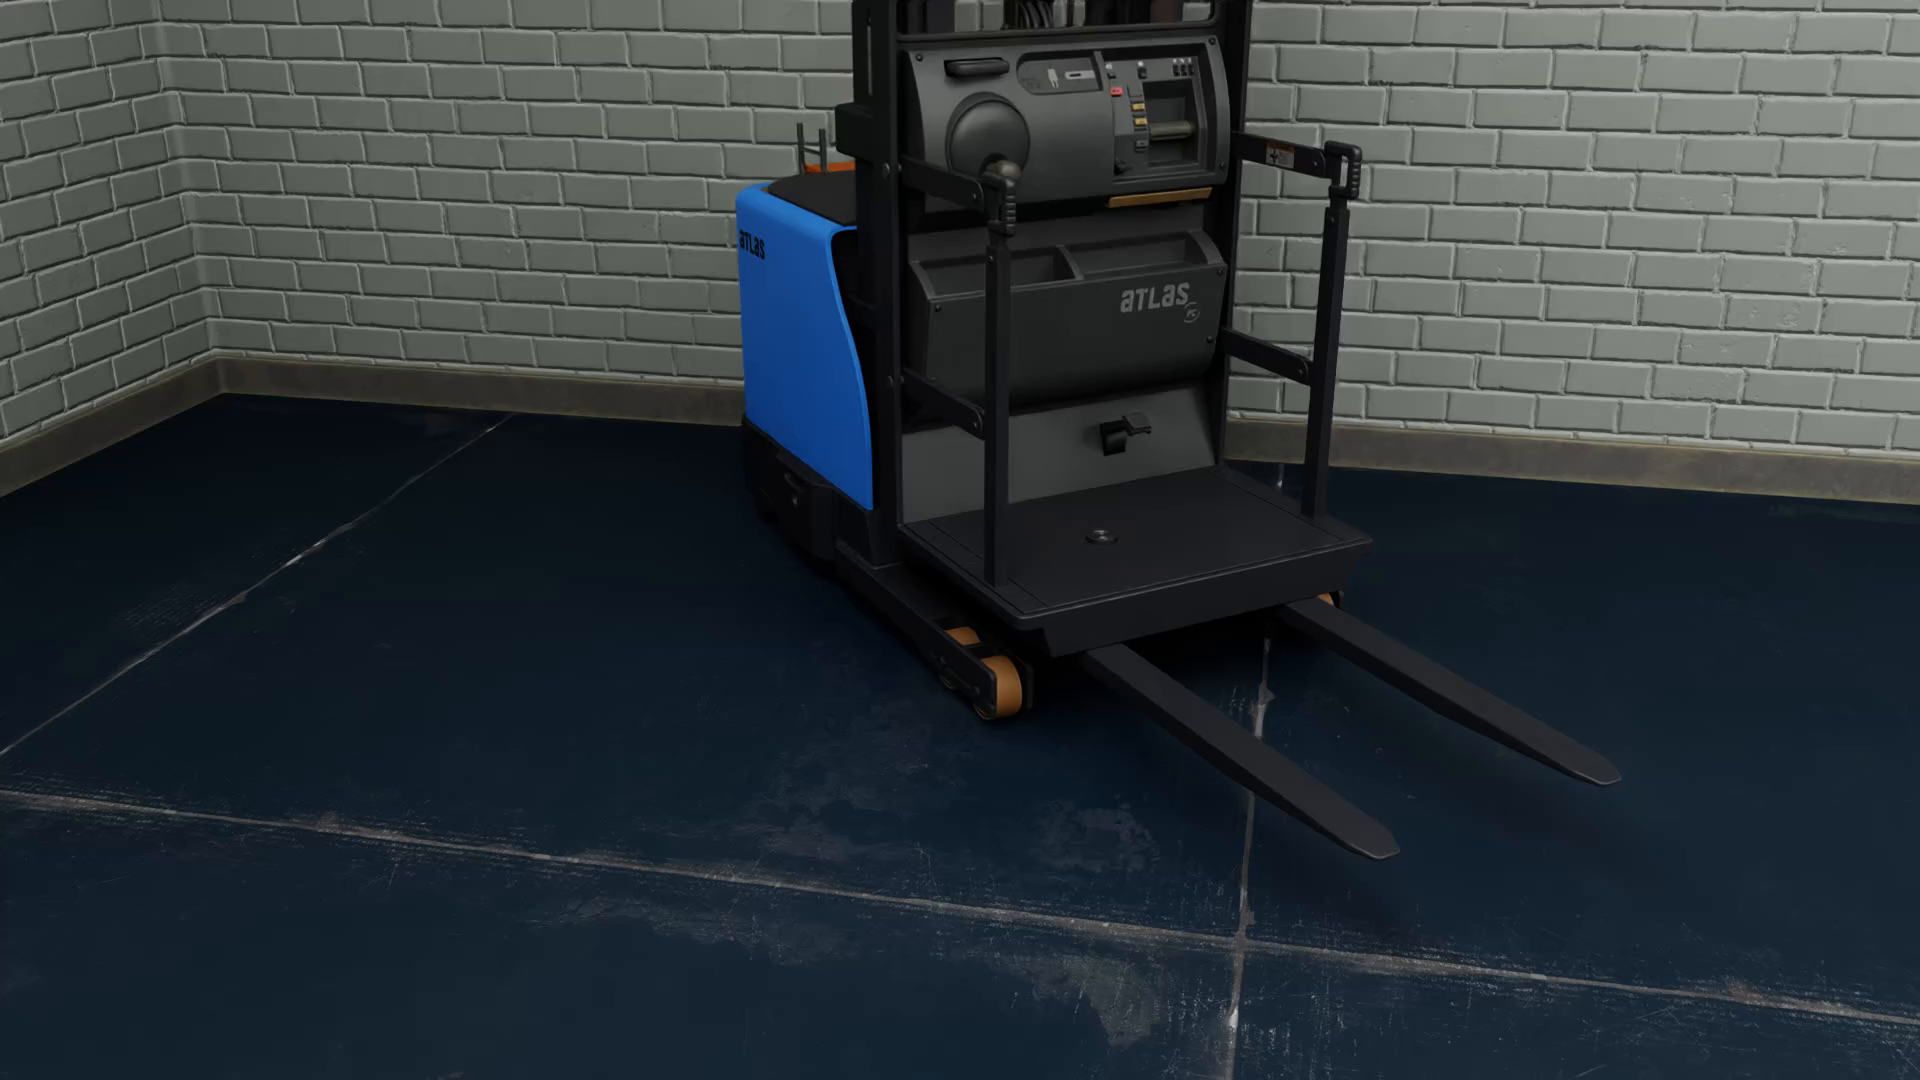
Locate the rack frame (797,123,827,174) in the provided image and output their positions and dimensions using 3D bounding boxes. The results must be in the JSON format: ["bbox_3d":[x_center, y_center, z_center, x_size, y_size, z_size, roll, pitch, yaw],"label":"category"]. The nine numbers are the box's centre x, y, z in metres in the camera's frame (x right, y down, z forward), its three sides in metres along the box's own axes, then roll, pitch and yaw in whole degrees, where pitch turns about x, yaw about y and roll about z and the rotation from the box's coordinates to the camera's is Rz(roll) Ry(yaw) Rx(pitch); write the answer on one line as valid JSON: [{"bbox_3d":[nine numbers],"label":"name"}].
[{"bbox_3d":[-0.488,-0.825,5.783,0.015,1.200,0.240,-10,22,-23],"label":"rack frame"}]

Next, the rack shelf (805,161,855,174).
[{"bbox_3d":[-0.274,-1.233,5.743,0.480,0.148,0.258,-10,22,-23],"label":"rack shelf"}]

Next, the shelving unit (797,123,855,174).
[{"bbox_3d":[-0.266,-0.864,5.877,0.503,1.200,0.258,-10,22,-23],"label":"shelving unit"}]

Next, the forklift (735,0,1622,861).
[{"bbox_3d":[0.401,-1.092,4.143,1.130,2.935,3.031,-11,24,-26],"label":"forklift"}]
